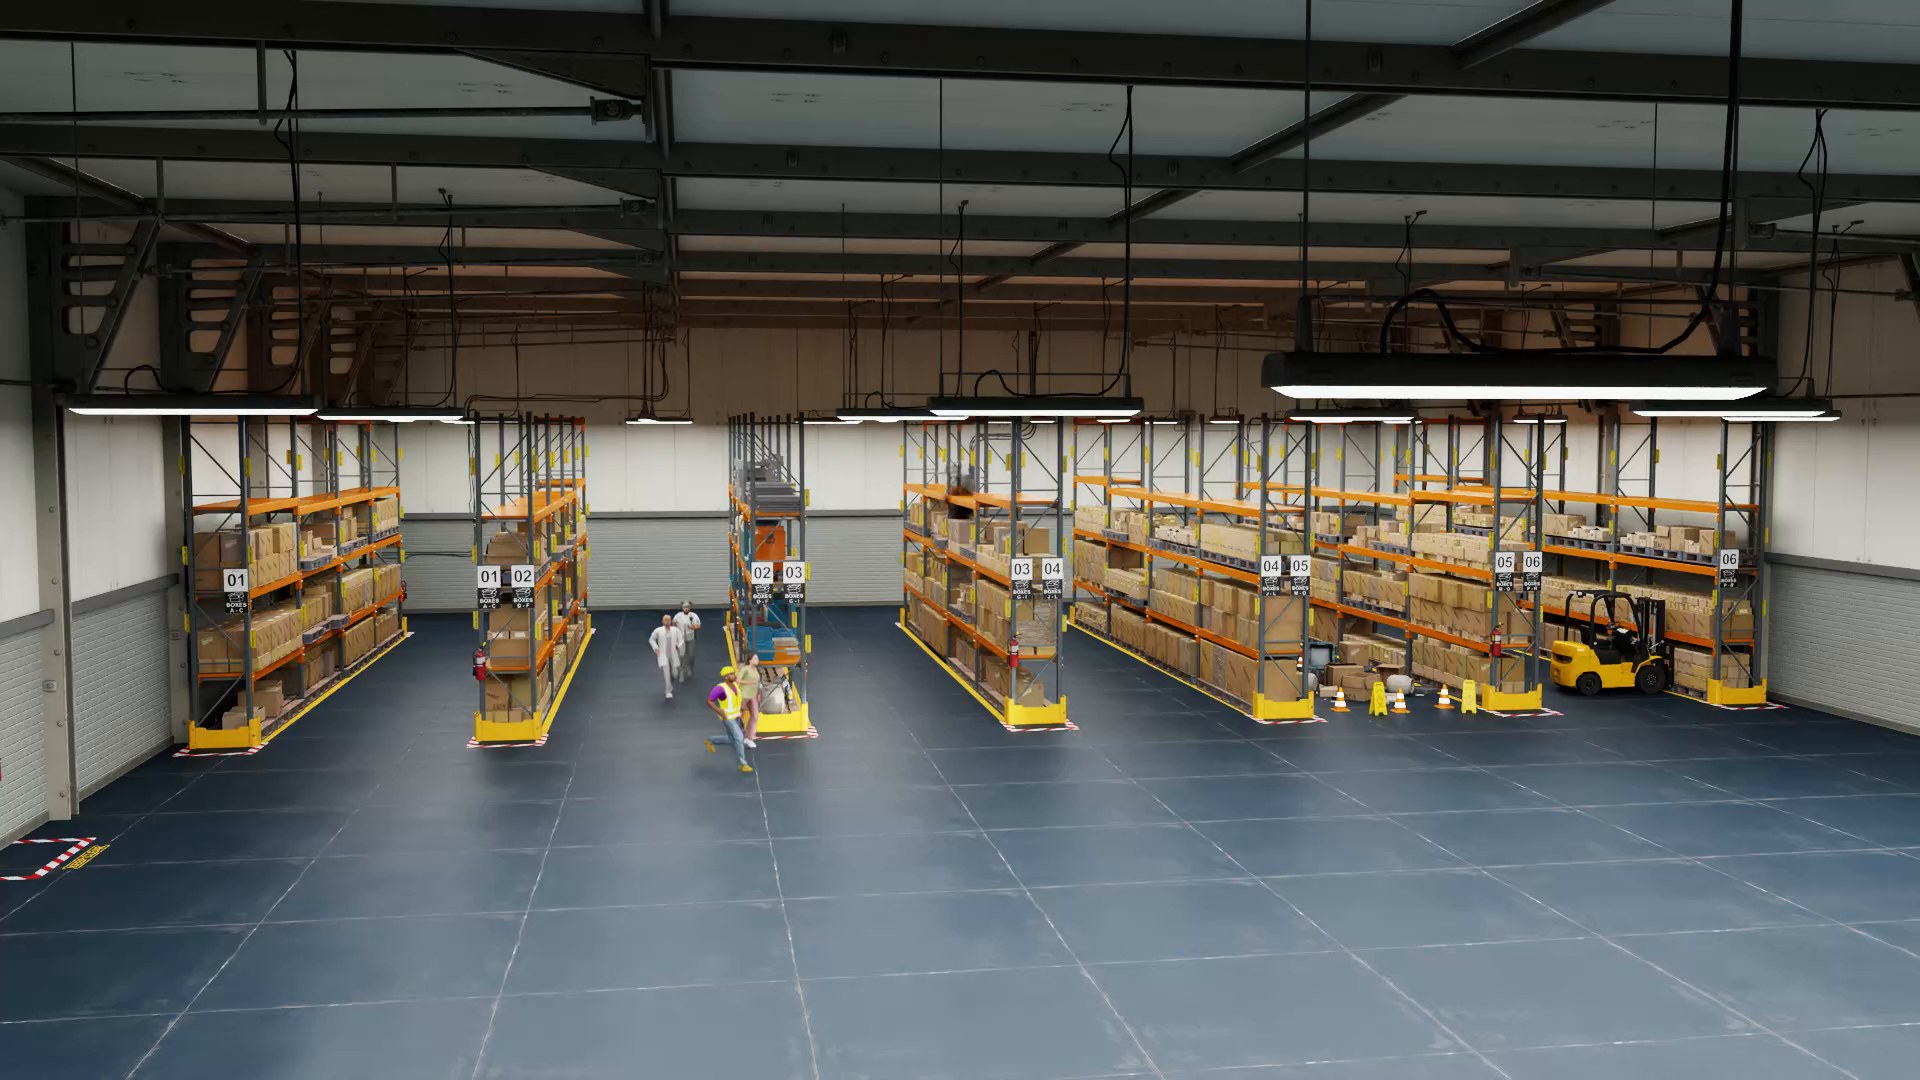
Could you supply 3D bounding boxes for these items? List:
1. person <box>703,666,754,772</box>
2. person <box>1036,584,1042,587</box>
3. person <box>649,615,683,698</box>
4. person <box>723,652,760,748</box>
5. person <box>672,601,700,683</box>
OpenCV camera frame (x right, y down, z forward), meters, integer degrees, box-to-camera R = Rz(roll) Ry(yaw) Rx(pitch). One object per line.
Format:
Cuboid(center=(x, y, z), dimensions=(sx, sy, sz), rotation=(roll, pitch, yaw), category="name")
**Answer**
Cuboid(center=(-3.882, 2.982, 27.863), dimensions=(1.029, 1.752, 0.678), rotation=(2, 4, 22), category="person")
Cuboid(center=(2.008, 1.631, 48.074), dimensions=(0.650, 1.694, 0.766), rotation=(3, 5, 34), category="person")
Cuboid(center=(-6.216, 2.553, 35.277), dimensions=(0.715, 1.540, 0.825), rotation=(-1, 4, -21), category="person")
Cuboid(center=(-3.817, 2.909, 29.993), dimensions=(0.848, 1.557, 0.591), rotation=(3, 5, 42), category="person")
Cuboid(center=(-6.191, 2.274, 37.615), dimensions=(0.643, 1.833, 0.848), rotation=(-1, 4, -8), category="person")
